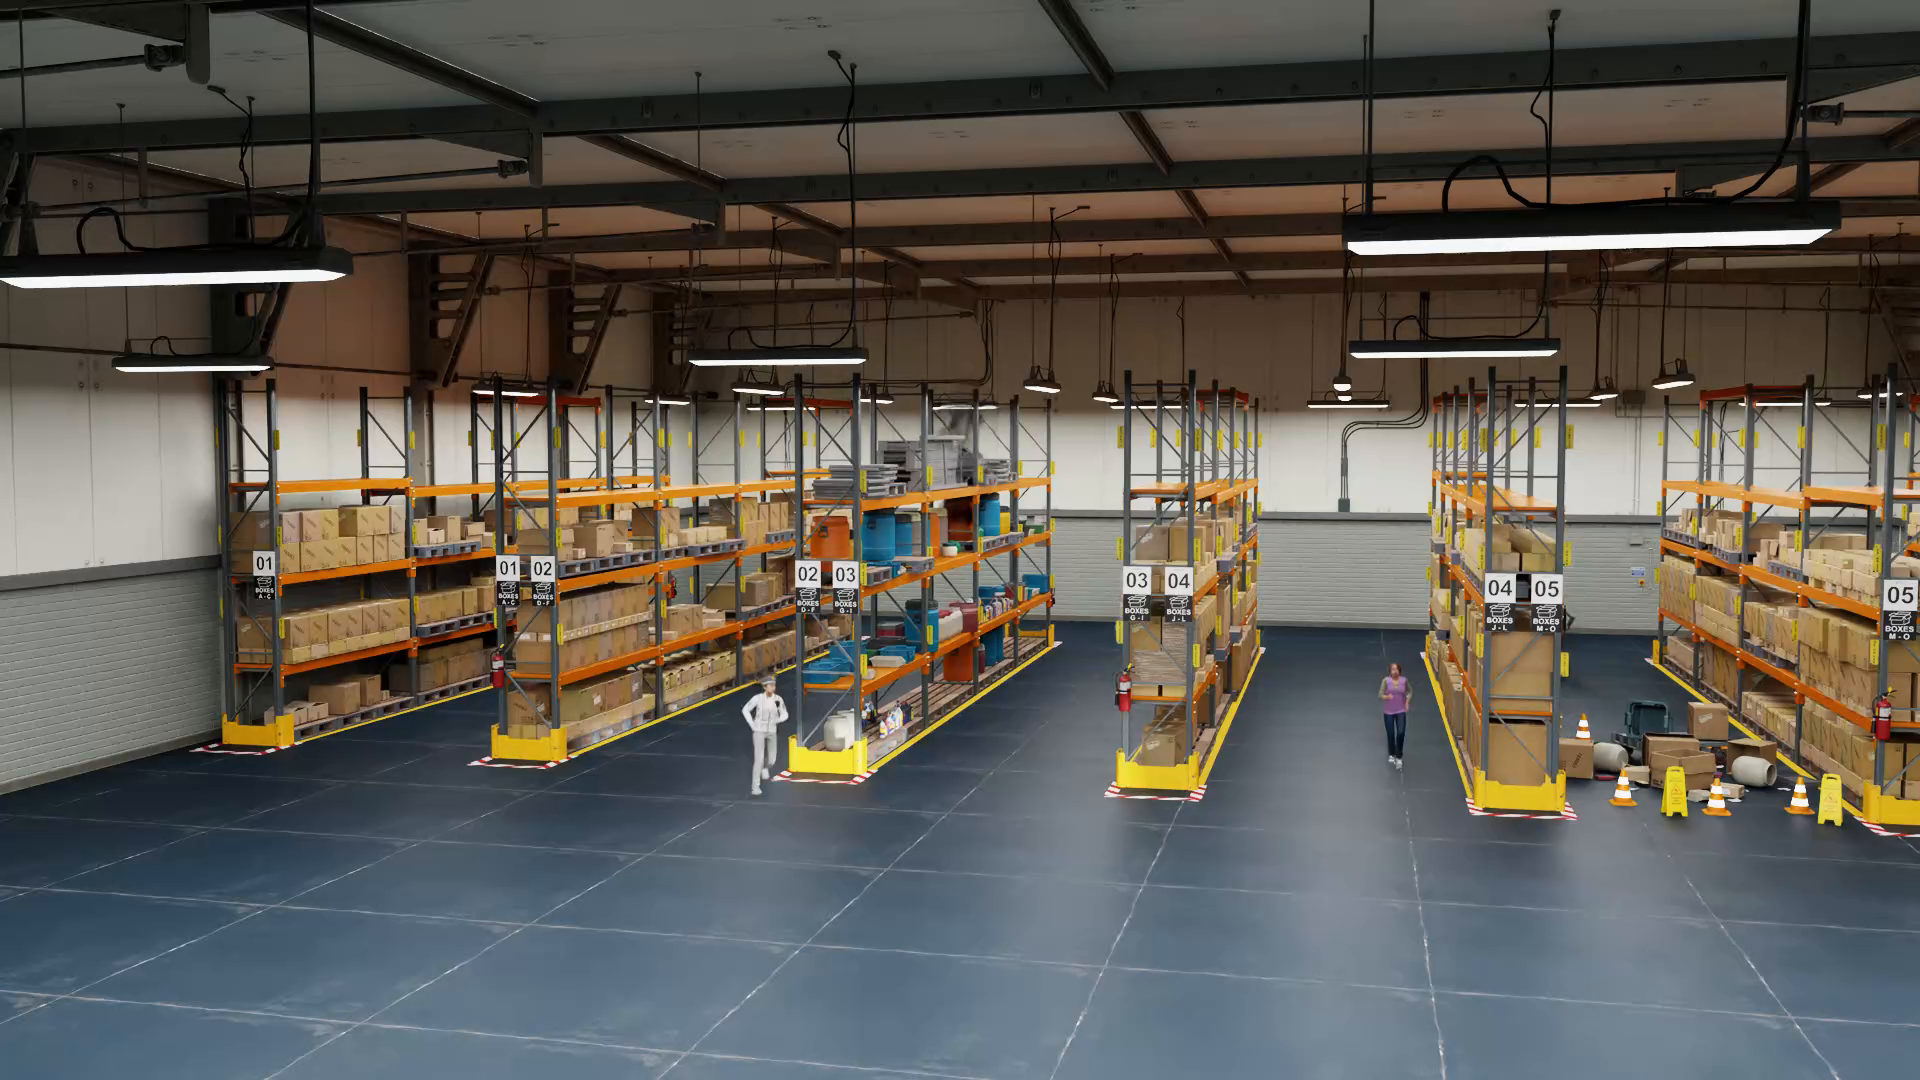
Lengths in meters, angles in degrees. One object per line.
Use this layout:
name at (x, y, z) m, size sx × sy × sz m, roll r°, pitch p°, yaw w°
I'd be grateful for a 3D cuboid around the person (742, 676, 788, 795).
person at (-2.777, 2.771, 23.891) m, size 0.646 × 1.659 × 0.760 m, roll -1°, pitch 4°, yaw -23°

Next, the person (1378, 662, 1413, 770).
person at (6.651, 2.677, 25.419) m, size 0.518 × 1.630 × 0.665 m, roll 1°, pitch 4°, yaw 14°

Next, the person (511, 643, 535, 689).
person at (-7.734, 2.357, 29.709) m, size 0.569 × 1.686 × 0.884 m, roll 0°, pitch 3°, yaw 2°

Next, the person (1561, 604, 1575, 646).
person at (12.804, 1.977, 35.725) m, size 0.657 × 1.704 × 0.949 m, roll 0°, pitch 3°, yaw 3°
